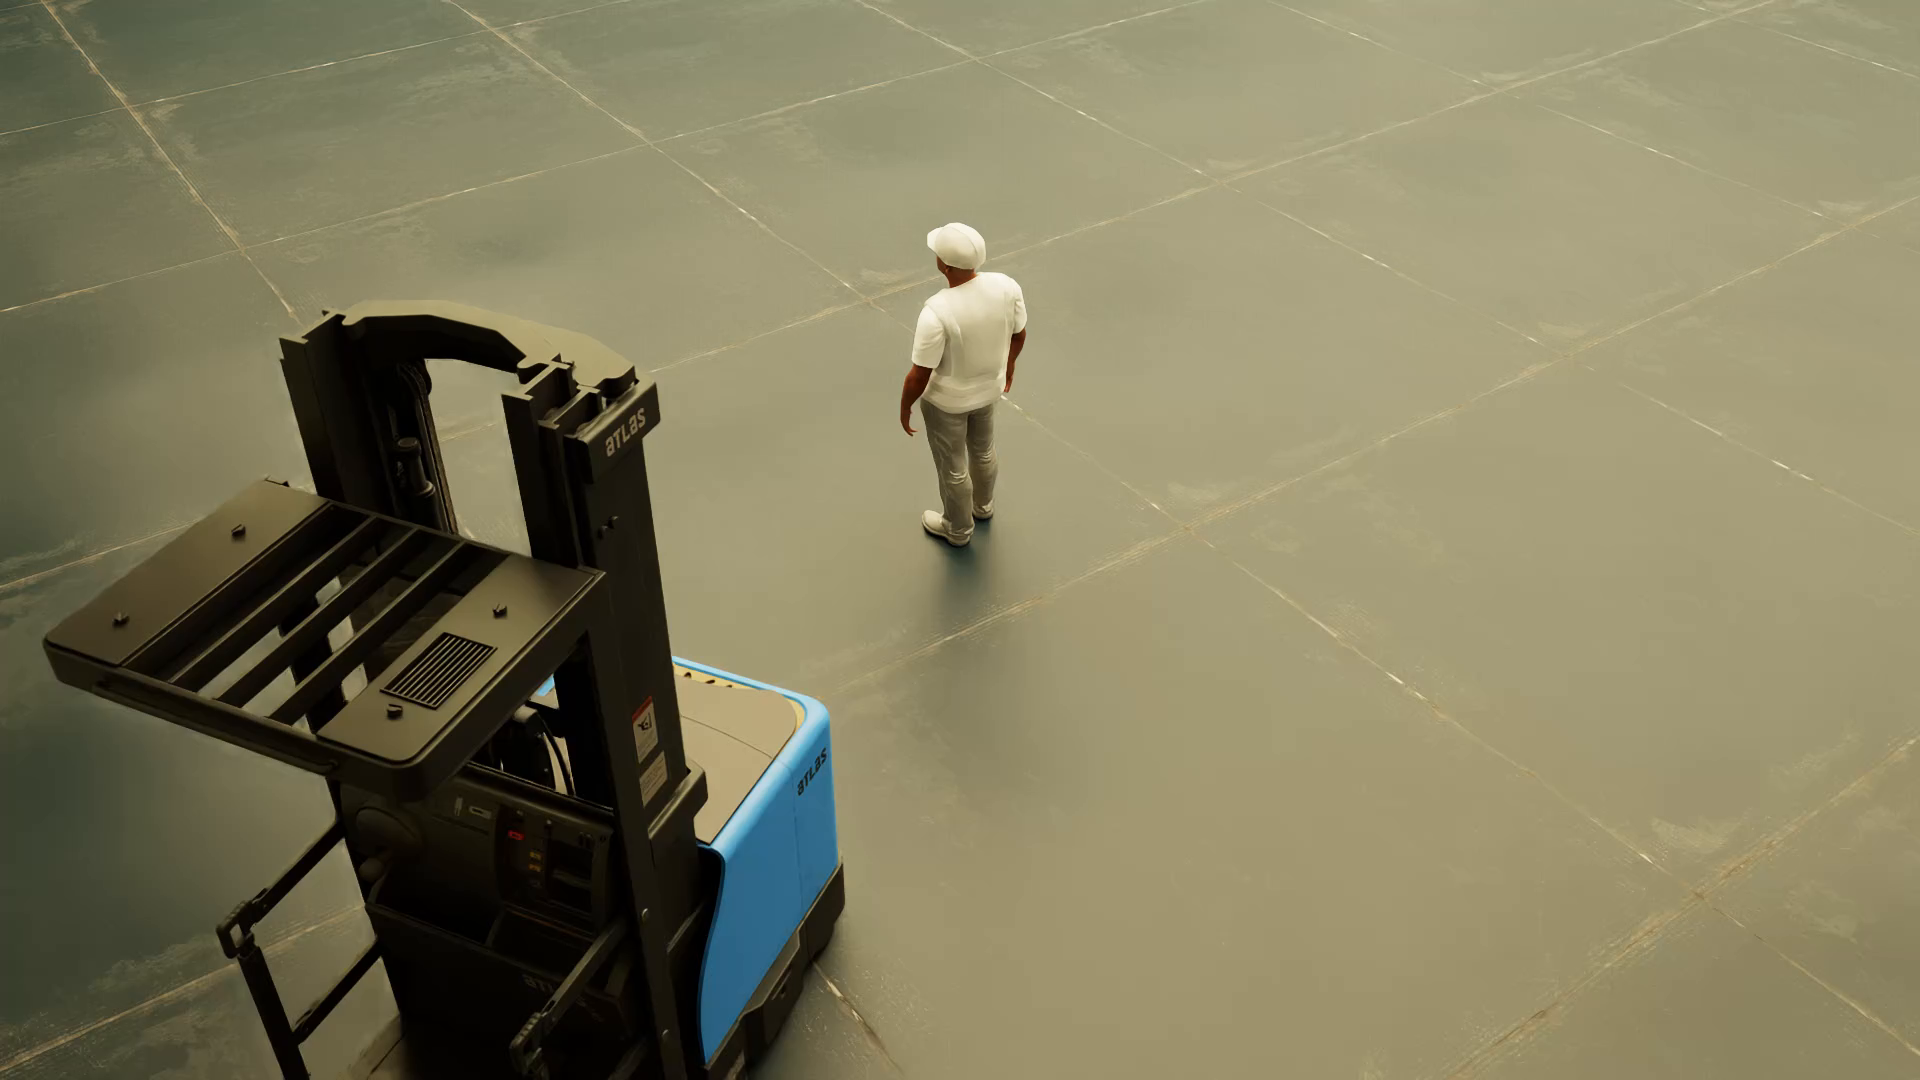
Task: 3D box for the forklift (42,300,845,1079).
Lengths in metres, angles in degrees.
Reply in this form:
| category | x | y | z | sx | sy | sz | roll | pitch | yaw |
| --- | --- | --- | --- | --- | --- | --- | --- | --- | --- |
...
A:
| category | x | y | z | sx | sy | sz | roll | pitch | yaw |
| --- | --- | --- | --- | --- | --- | --- | --- | --- | --- |
| forklift | -1.494 | 0.943 | 4.670 | 1.130 | 2.935 | 3.031 | 14 | 39 | 19 |

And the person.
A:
| category | x | y | z | sx | sy | sz | roll | pitch | yaw |
| --- | --- | --- | --- | --- | --- | --- | --- | --- | --- |
| person | -0.035 | -0.751 | 7.929 | 0.666 | 1.765 | 0.577 | -23 | 42 | -28 |
